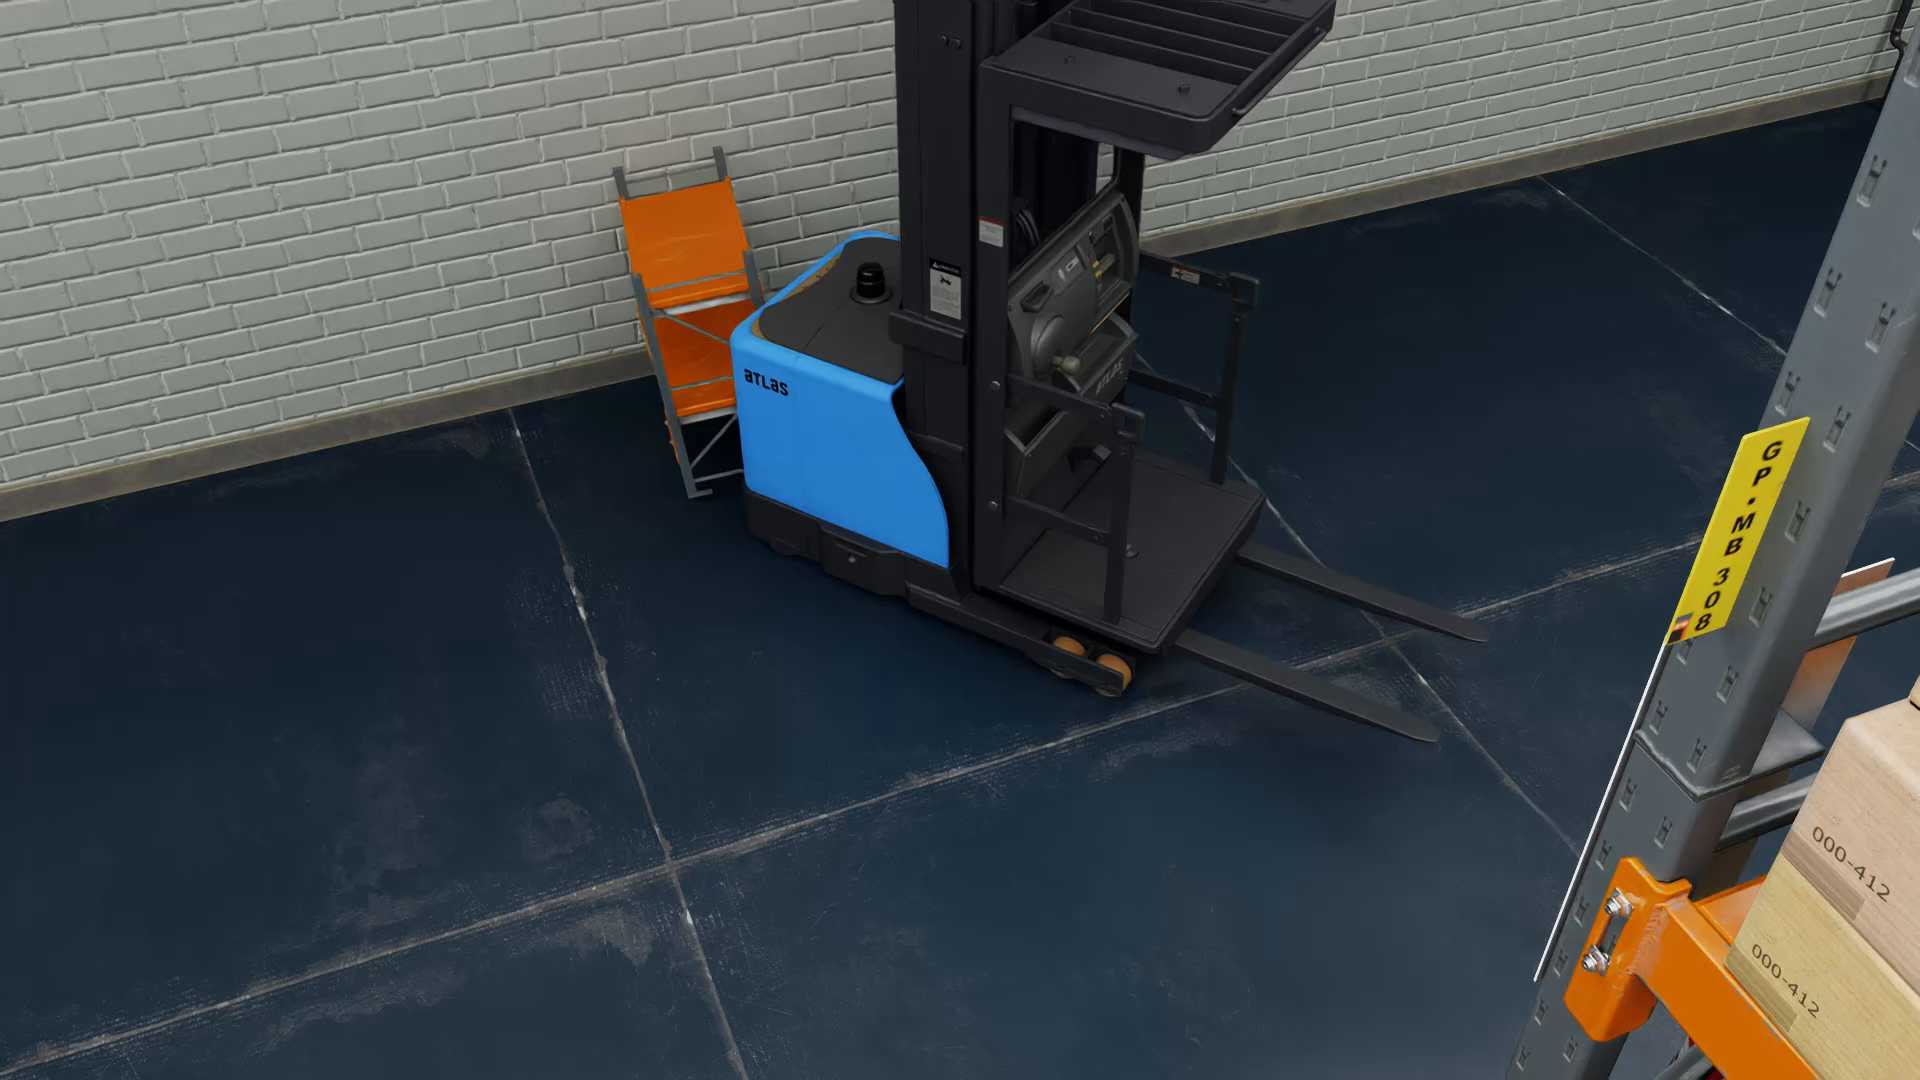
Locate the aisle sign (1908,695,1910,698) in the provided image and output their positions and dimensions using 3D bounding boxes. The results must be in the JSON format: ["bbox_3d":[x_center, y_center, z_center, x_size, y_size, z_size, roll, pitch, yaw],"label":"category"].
[{"bbox_3d":[1.676,0.224,2.695,0.394,0.787,0.004,-15,43,-17],"label":"aisle sign"}]

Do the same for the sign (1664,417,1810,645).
[{"bbox_3d":[0.926,-0.005,1.984,0.100,0.325,0.005,-15,43,-17],"label":"sign"}]

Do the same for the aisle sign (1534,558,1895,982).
[{"bbox_3d":[1.122,0.374,2.521,0.394,0.787,0.004,-15,43,-17],"label":"aisle sign"}]

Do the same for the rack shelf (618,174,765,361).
[{"bbox_3d":[-1.172,-1.209,7.270,0.538,0.278,1.000,-13,39,-7],"label":"rack shelf"}]

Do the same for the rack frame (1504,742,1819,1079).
[{"bbox_3d":[1.427,1.328,3.405,1.000,3.000,0.127,-15,43,-17],"label":"rack frame"}]

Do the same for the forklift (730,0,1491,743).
[{"bbox_3d":[0.600,-0.895,6.043,3.031,2.935,1.130,21,45,23],"label":"forklift"}]

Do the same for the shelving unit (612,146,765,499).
[{"bbox_3d":[-1.142,-0.984,7.455,0.538,1.125,1.048,-13,39,-7],"label":"shelving unit"}]

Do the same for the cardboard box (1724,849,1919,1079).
[{"bbox_3d":[1.363,0.582,2.087,0.500,0.250,0.500,-14,43,-15],"label":"cardboard box"}]

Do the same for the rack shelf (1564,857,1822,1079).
[{"bbox_3d":[2.192,1.669,1.260,1.077,0.370,4.000,-15,43,-17],"label":"rack shelf"}]

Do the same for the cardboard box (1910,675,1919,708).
[{"bbox_3d":[1.340,0.159,1.890,0.380,0.149,0.250,-15,43,-17],"label":"cardboard box"}]

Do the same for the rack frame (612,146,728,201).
[{"bbox_3d":[-1.260,-1.289,7.845,0.500,1.125,0.032,-13,39,-7],"label":"rack frame"}]

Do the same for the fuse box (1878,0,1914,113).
[{"bbox_3d":[5.779,-3.306,9.782,0.539,1.711,0.414,-15,43,-17],"label":"fuse box"}]

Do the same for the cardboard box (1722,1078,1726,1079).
[{"bbox_3d":[1.353,1.135,2.558,0.500,0.500,0.500,-15,43,-17],"label":"cardboard box"}]

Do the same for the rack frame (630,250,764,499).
[{"bbox_3d":[-1.024,-0.680,7.065,0.500,1.125,0.032,-13,39,-7],"label":"rack frame"}]

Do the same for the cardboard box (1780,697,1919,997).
[{"bbox_3d":[1.359,0.394,1.923,0.500,0.250,0.500,-14,43,-16],"label":"cardboard box"}]

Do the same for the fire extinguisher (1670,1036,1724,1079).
[{"bbox_3d":[1.757,1.232,3.862,0.296,0.674,0.183,-15,43,-17],"label":"fire extinguisher"}]

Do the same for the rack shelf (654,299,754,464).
[{"bbox_3d":[-1.117,-0.796,7.609,0.538,0.278,1.000,-13,39,-7],"label":"rack shelf"}]

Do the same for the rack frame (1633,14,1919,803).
[{"bbox_3d":[1.427,-0.946,1.449,1.000,3.000,0.127,-15,43,-17],"label":"rack frame"}]
